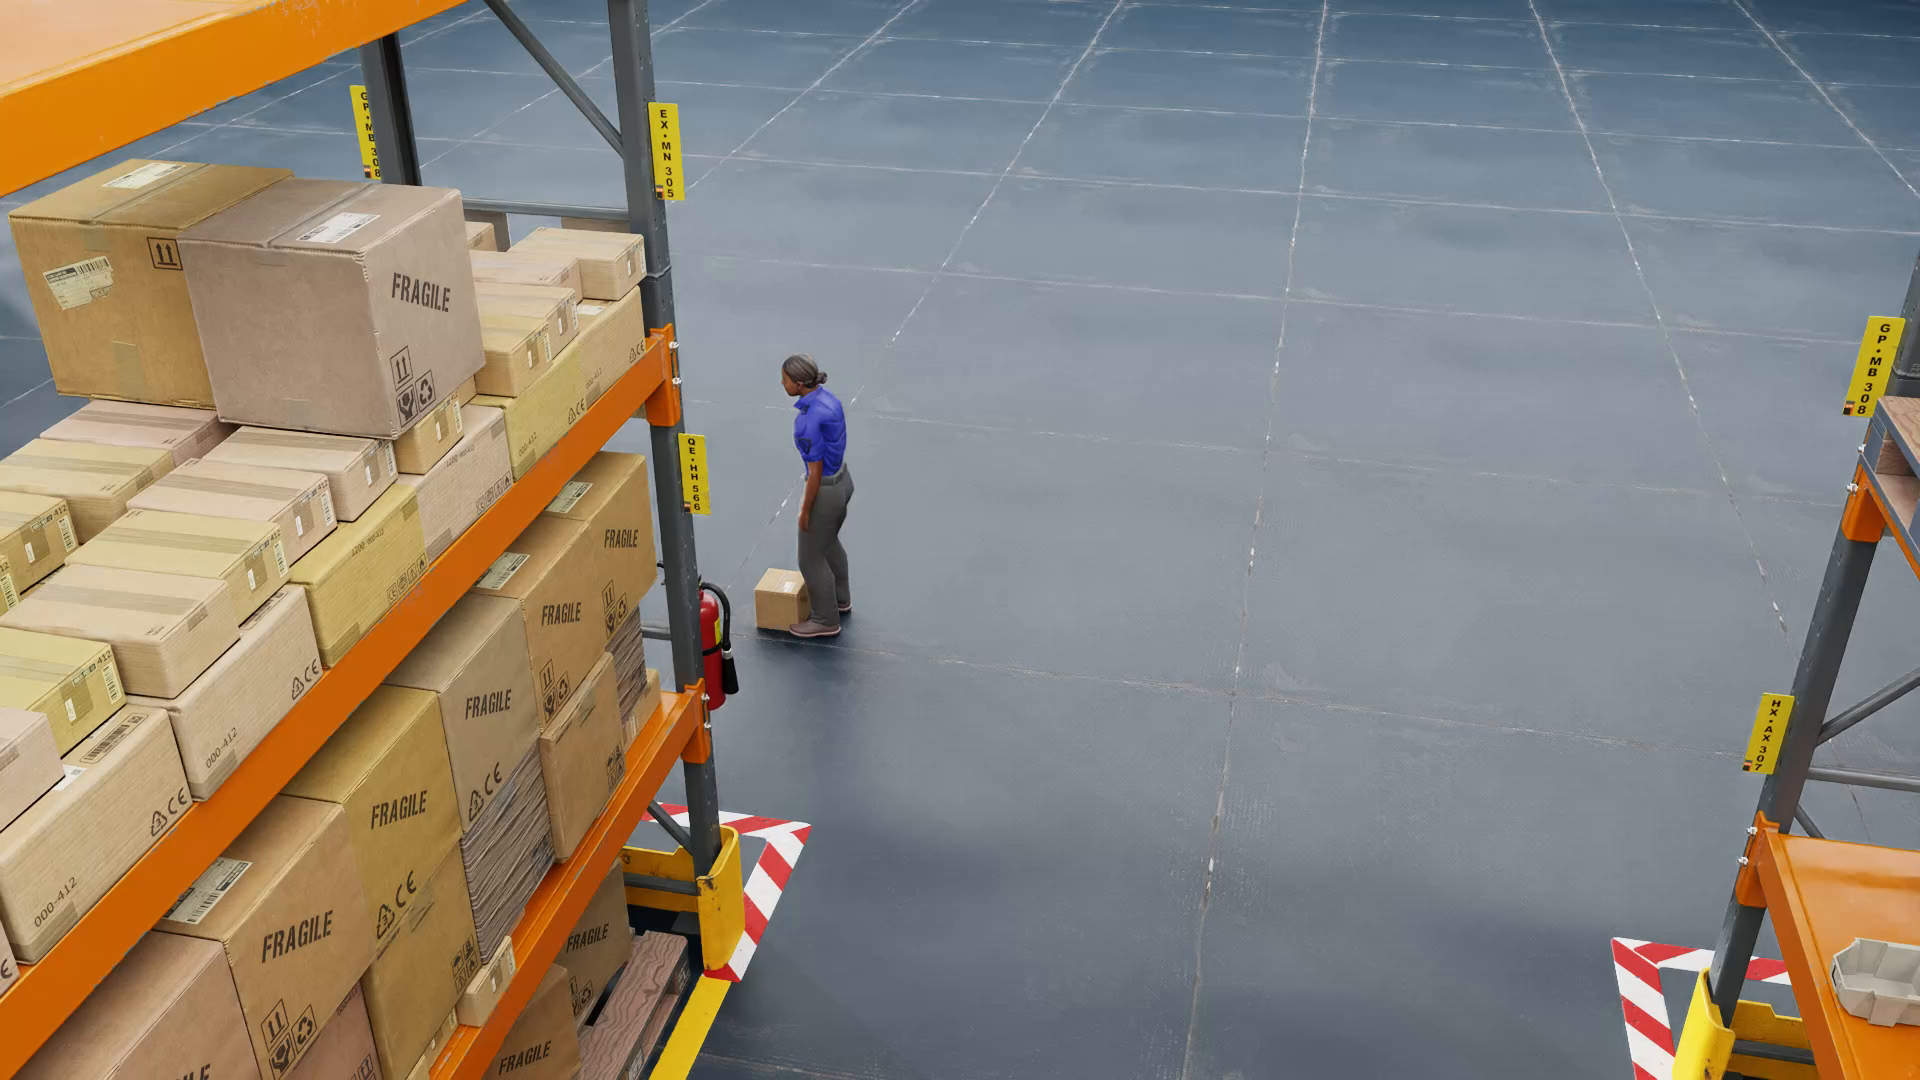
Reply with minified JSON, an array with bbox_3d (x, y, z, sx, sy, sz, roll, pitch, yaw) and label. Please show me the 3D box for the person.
[{"bbox_3d":[-0.768,-0.250,9.084,0.349,1.639,0.503,6,29,10],"label":"person"}]
